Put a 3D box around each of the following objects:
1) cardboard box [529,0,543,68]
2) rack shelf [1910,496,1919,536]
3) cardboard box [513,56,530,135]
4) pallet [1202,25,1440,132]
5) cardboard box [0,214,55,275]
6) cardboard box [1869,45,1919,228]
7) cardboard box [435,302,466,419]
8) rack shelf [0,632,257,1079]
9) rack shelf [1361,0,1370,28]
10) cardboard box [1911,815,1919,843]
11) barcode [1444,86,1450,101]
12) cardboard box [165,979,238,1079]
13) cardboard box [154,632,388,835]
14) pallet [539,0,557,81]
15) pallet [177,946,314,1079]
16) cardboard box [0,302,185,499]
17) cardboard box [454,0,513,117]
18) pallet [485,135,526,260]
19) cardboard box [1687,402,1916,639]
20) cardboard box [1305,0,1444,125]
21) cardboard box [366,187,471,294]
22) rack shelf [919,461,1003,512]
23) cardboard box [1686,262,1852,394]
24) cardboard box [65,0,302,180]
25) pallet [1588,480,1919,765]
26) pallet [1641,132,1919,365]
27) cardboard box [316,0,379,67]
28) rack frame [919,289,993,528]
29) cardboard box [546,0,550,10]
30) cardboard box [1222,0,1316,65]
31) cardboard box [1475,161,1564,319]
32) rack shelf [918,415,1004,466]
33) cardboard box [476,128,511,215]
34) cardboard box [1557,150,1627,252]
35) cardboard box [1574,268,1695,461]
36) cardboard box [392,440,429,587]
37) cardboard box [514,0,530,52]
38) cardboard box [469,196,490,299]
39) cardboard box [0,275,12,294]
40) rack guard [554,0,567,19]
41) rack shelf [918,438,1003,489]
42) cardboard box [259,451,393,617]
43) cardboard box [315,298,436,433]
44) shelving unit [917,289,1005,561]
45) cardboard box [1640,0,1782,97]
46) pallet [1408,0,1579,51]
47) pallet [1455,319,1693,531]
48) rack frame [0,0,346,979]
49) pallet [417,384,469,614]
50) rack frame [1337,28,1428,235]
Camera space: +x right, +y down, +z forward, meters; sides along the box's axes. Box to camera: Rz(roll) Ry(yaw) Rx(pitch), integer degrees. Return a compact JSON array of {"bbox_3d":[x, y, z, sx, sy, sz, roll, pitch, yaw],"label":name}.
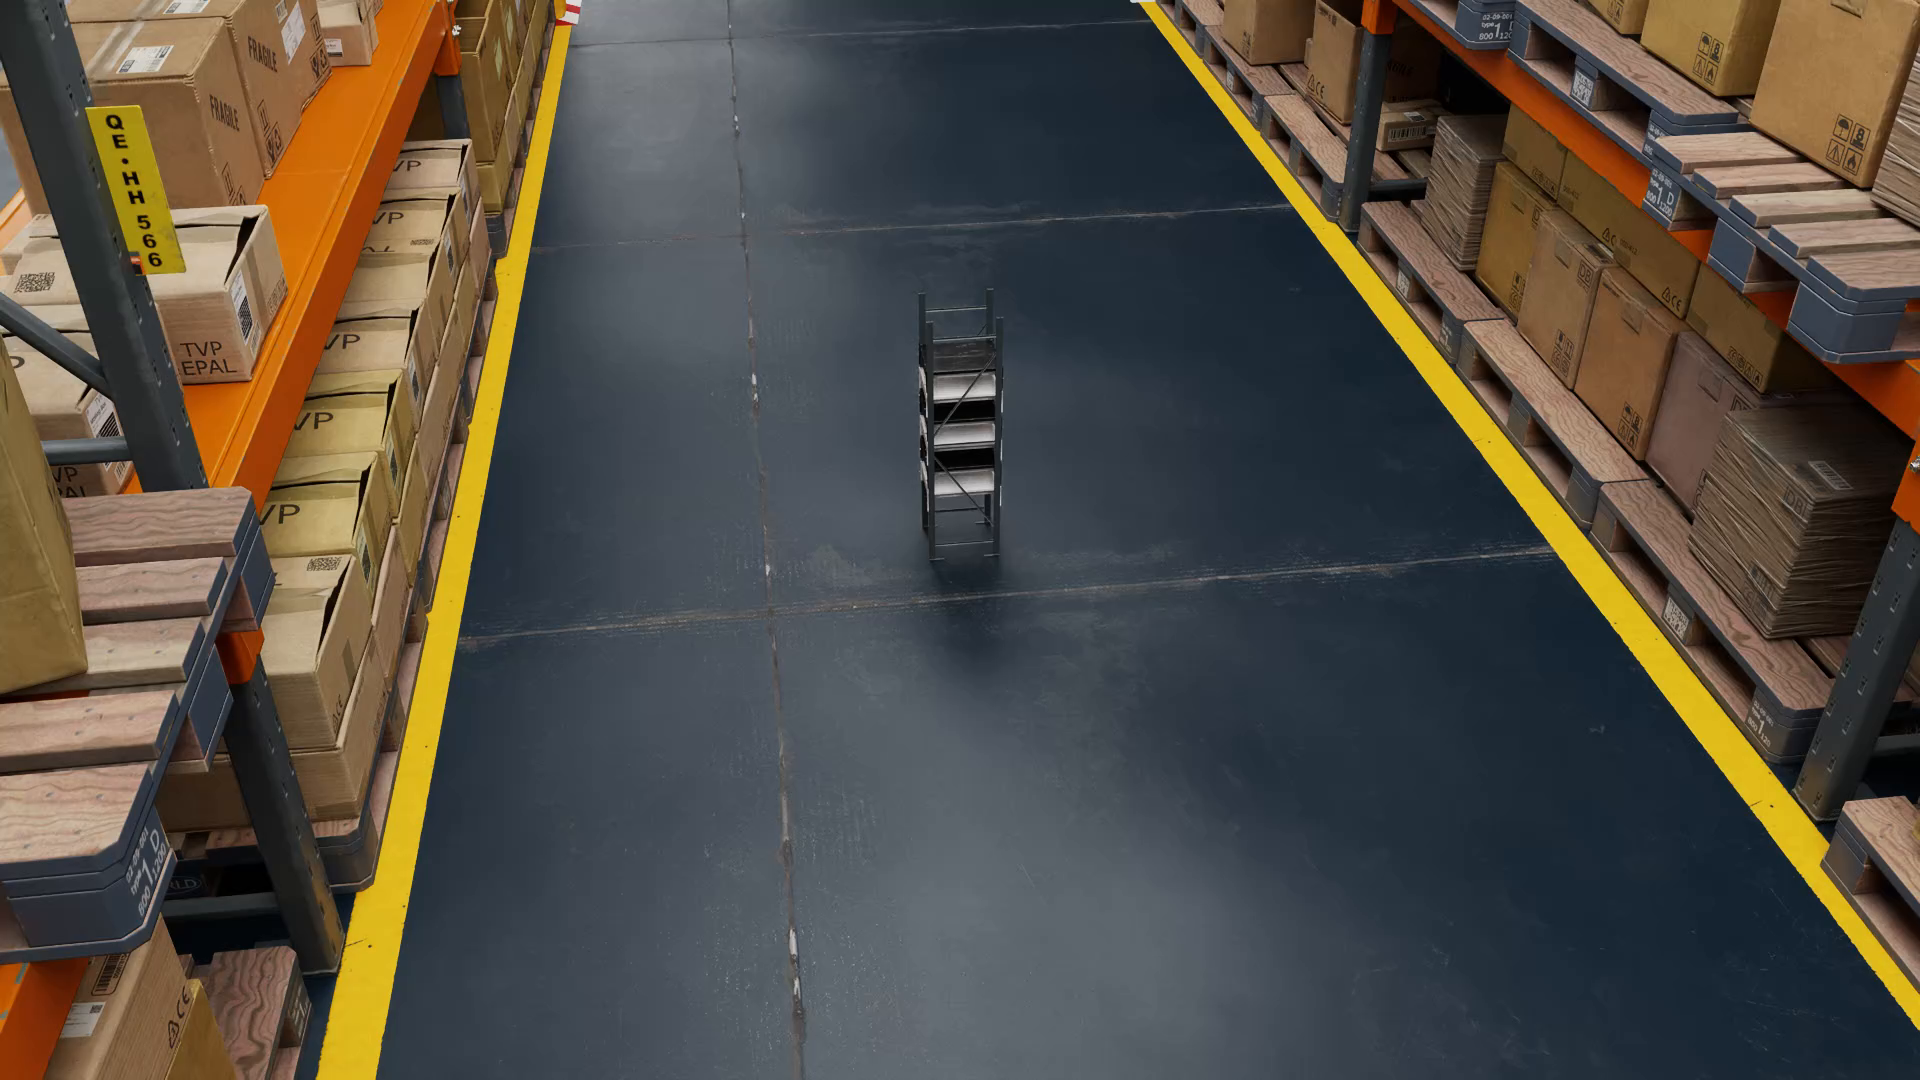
[{"bbox_3d":[-2.620,-2.816,9.288,0.500,0.250,0.500,-4,35,-6],"label":"cardboard box"},{"bbox_3d":[3.120,0.888,2.423,1.077,0.370,4.000,-4,35,-6],"label":"rack shelf"},{"bbox_3d":[-2.482,-2.259,8.469,0.500,0.250,0.500,-4,35,-6],"label":"cardboard box"},{"bbox_3d":[2.020,-2.660,9.466,1.003,0.211,1.213,-4,35,-6],"label":"pallet"},{"bbox_3d":[-2.285,-0.752,4.413,0.380,0.149,0.250,-2,34,-3],"label":"cardboard box"},{"bbox_3d":[2.778,-1.010,4.090,0.700,0.500,0.500,-8,35,-12],"label":"cardboard box"},{"bbox_3d":[-2.117,-0.641,6.095,0.500,0.250,0.500,-4,34,-5],"label":"cardboard box"},{"bbox_3d":[-1.788,1.265,1.869,1.077,0.370,4.000,-4,35,-6],"label":"rack shelf"},{"bbox_3d":[2.044,-3.577,8.974,1.077,0.370,4.000,-4,35,-6],"label":"rack shelf"},{"bbox_3d":[2.820,0.609,3.728,0.750,0.750,0.750,-5,35,-7],"label":"cardboard box"},{"bbox_3d":[2.496,-2.288,8.522,0.001,0.075,0.075,-4,35,-6],"label":"barcode"},{"bbox_3d":[-1.699,1.207,3.145,0.500,0.500,0.500,-3,34,-5],"label":"cardboard box"},{"bbox_3d":[-1.837,0.500,4.422,0.500,0.250,0.500,-4,35,-7],"label":"cardboard box"},{"bbox_3d":[-2.989,-3.037,10.019,1.003,0.211,1.213,-4,35,-6],"label":"pallet"},{"bbox_3d":[-1.994,1.423,3.474,1.003,0.211,1.213,-4,35,-6],"label":"pallet"},{"bbox_3d":[-2.063,-0.318,3.632,0.500,0.311,0.500,-2,34,-3],"label":"cardboard box"},{"bbox_3d":[-2.423,-2.289,7.848,0.500,0.500,0.500,-4,35,-6],"label":"cardboard box"},{"bbox_3d":[-2.661,-1.675,8.021,1.003,0.211,1.213,-4,35,-6],"label":"pallet"},{"bbox_3d":[2.702,-0.072,5.022,0.700,0.500,0.500,-4,34,-6],"label":"cardboard box"},{"bbox_3d":[2.134,-2.483,8.559,0.500,0.500,0.500,-7,35,-10],"label":"cardboard box"},{"bbox_3d":[-2.181,-1.156,6.353,0.500,0.311,0.500,-3,34,-5],"label":"cardboard box"},{"bbox_3d":[0.001,-0.191,5.610,0.258,0.077,0.200,-4,35,-6],"label":"rack shelf"},{"bbox_3d":[2.688,-0.705,5.284,0.500,0.250,0.500,-4,34,-5],"label":"cardboard box"},{"bbox_3d":[-2.370,-1.419,5.079,0.500,0.500,0.500,-4,35,-6],"label":"cardboard box"},{"bbox_3d":[2.747,0.190,5.283,1.003,0.211,1.213,-4,35,-6],"label":"pallet"},{"bbox_3d":[2.649,-0.836,4.484,1.213,0.211,1.003,-4,35,-6],"label":"pallet"},{"bbox_3d":[-2.295,-1.848,5.918,0.396,0.266,0.258,-5,35,-8],"label":"cardboard box"},{"bbox_3d":[-0.013,-0.424,5.573,0.240,0.900,0.006,-4,35,-6],"label":"rack frame"},{"bbox_3d":[-2.768,-3.373,10.105,0.500,0.250,0.500,-4,35,-6],"label":"cardboard box"},{"bbox_3d":[1.904,-3.015,9.339,0.700,0.500,0.500,-6,35,-9],"label":"cardboard box"},{"bbox_3d":[2.548,-1.213,6.695,0.700,0.500,0.500,-5,35,-7],"label":"cardboard box"},{"bbox_3d":[0.001,-0.340,5.509,0.258,0.077,0.200,-4,35,-6],"label":"rack shelf"},{"bbox_3d":[-2.357,-1.700,7.649,0.500,0.250,0.500,-4,35,-6],"label":"cardboard box"},{"bbox_3d":[2.565,-1.272,6.115,0.500,0.250,0.500,-5,35,-8],"label":"cardboard box"},{"bbox_3d":[2.653,-0.644,5.860,0.700,0.500,0.500,-5,35,-7],"label":"cardboard box"},{"bbox_3d":[-1.981,-0.070,5.258,0.500,0.250,0.500,-5,35,-8],"label":"cardboard box"},{"bbox_3d":[-2.551,-2.847,8.667,0.500,0.500,0.500,-4,35,-6],"label":"cardboard box"},{"bbox_3d":[-2.252,-1.209,6.928,0.500,0.250,0.500,-5,35,-7],"label":"cardboard box"},{"bbox_3d":[-2.452,-0.526,4.081,0.380,0.149,0.250,-4,35,-6],"label":"cardboard box"},{"bbox_3d":[-3.137,-3.593,10.579,1.175,0.500,0.348,-4,35,-6],"label":"rack guard"},{"bbox_3d":[0.001,-0.265,5.559,0.258,0.077,0.200,-4,35,-6],"label":"rack shelf"},{"bbox_3d":[-1.916,-0.025,4.693,0.500,0.311,0.500,-5,35,-8],"label":"cardboard box"},{"bbox_3d":[-2.052,-0.596,5.532,0.500,0.311,0.500,-5,35,-7],"label":"cardboard box"},{"bbox_3d":[0.001,-0.367,5.490,0.258,0.900,0.210,-4,35,-6],"label":"shelving unit"},{"bbox_3d":[2.588,-1.704,5.107,0.700,0.500,0.500,-4,35,-6],"label":"cardboard box"},{"bbox_3d":[2.271,-2.241,6.545,1.003,0.211,1.213,-4,35,-6],"label":"pallet"},{"bbox_3d":[2.586,-0.489,6.280,1.003,0.211,1.213,-4,35,-6],"label":"pallet"},{"bbox_3d":[-2.057,-0.149,3.304,1.000,3.000,0.127,-4,35,-6],"label":"rack frame"},{"bbox_3d":[-2.290,-0.138,5.765,1.003,0.211,1.213,-4,35,-6],"label":"pallet"},{"bbox_3d":[2.313,-2.758,7.133,1.000,3.000,0.127,-4,35,-6],"label":"rack frame"}]
